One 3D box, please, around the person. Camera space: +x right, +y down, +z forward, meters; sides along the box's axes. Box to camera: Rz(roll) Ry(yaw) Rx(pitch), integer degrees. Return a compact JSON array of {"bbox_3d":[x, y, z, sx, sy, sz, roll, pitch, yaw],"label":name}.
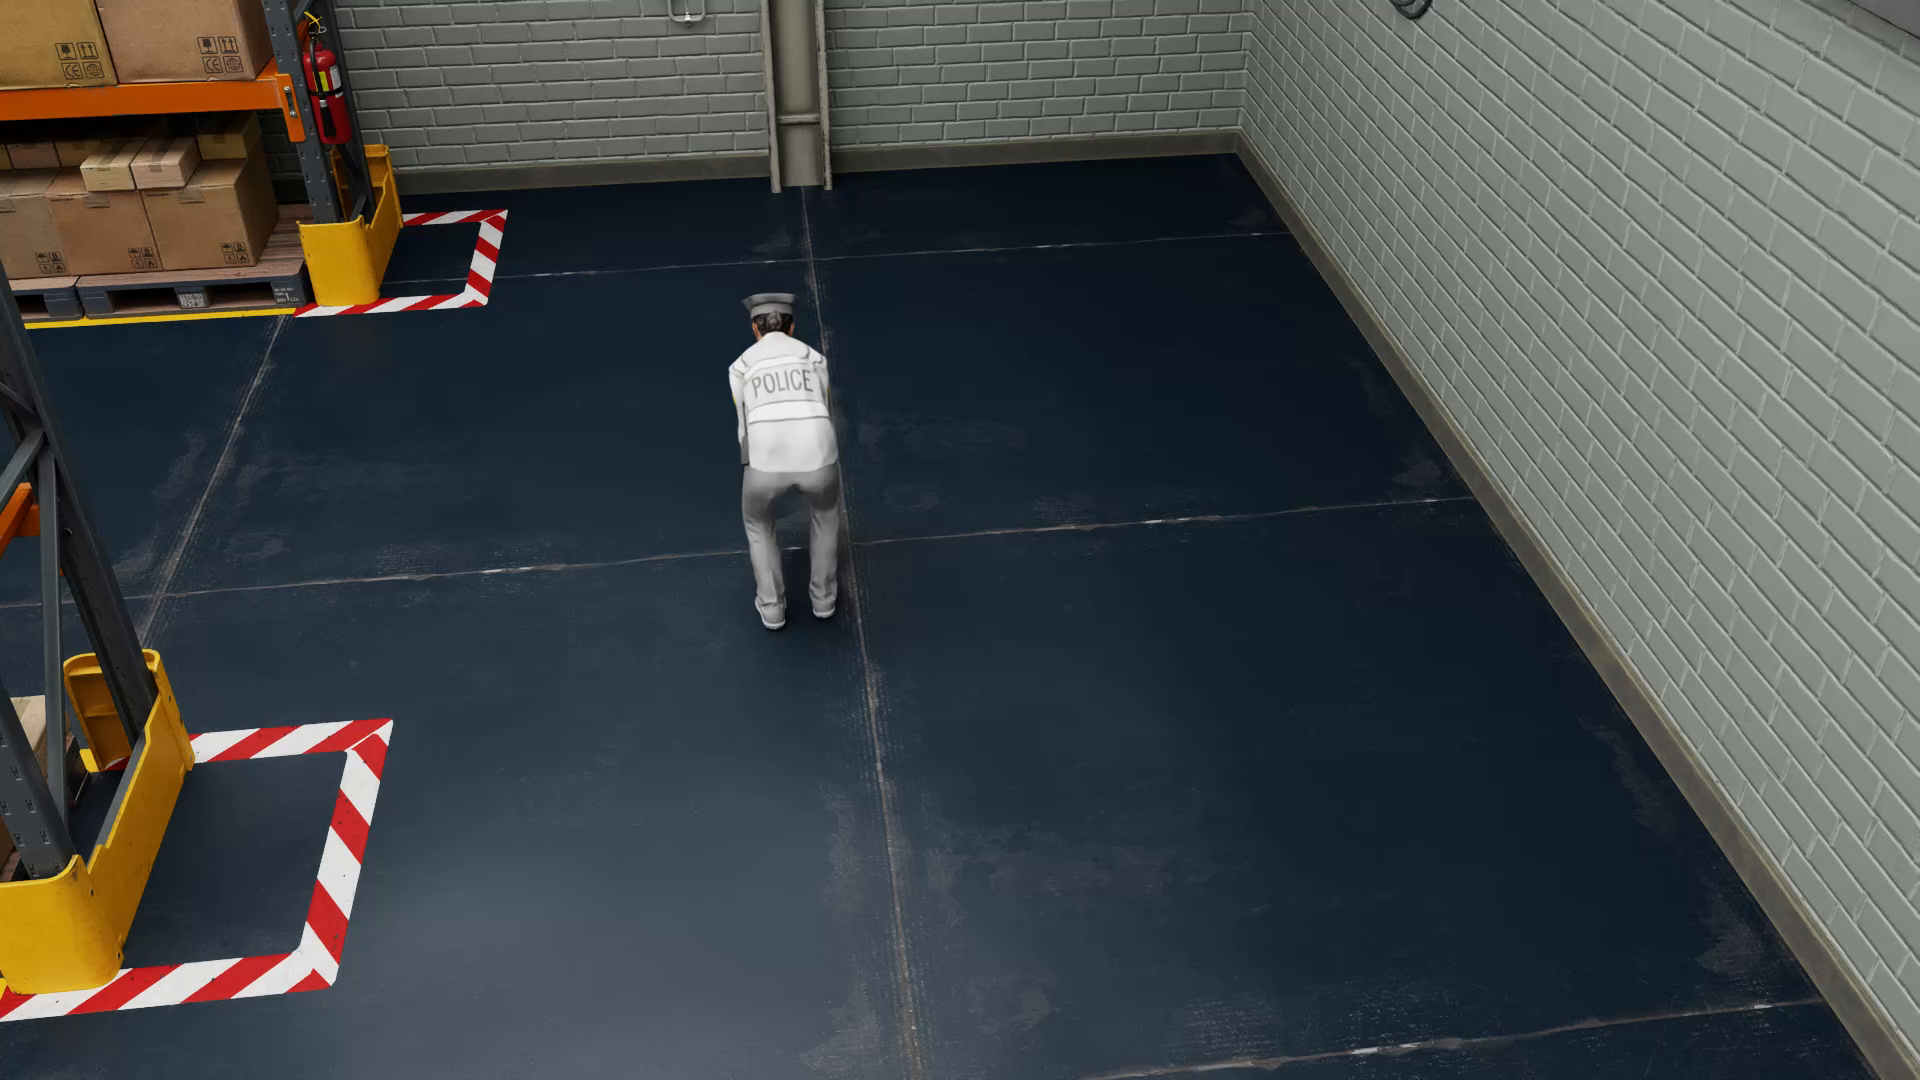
[{"bbox_3d":[-0.725,-0.336,6.951,0.411,1.295,0.879,-6,35,-8],"label":"person"}]
